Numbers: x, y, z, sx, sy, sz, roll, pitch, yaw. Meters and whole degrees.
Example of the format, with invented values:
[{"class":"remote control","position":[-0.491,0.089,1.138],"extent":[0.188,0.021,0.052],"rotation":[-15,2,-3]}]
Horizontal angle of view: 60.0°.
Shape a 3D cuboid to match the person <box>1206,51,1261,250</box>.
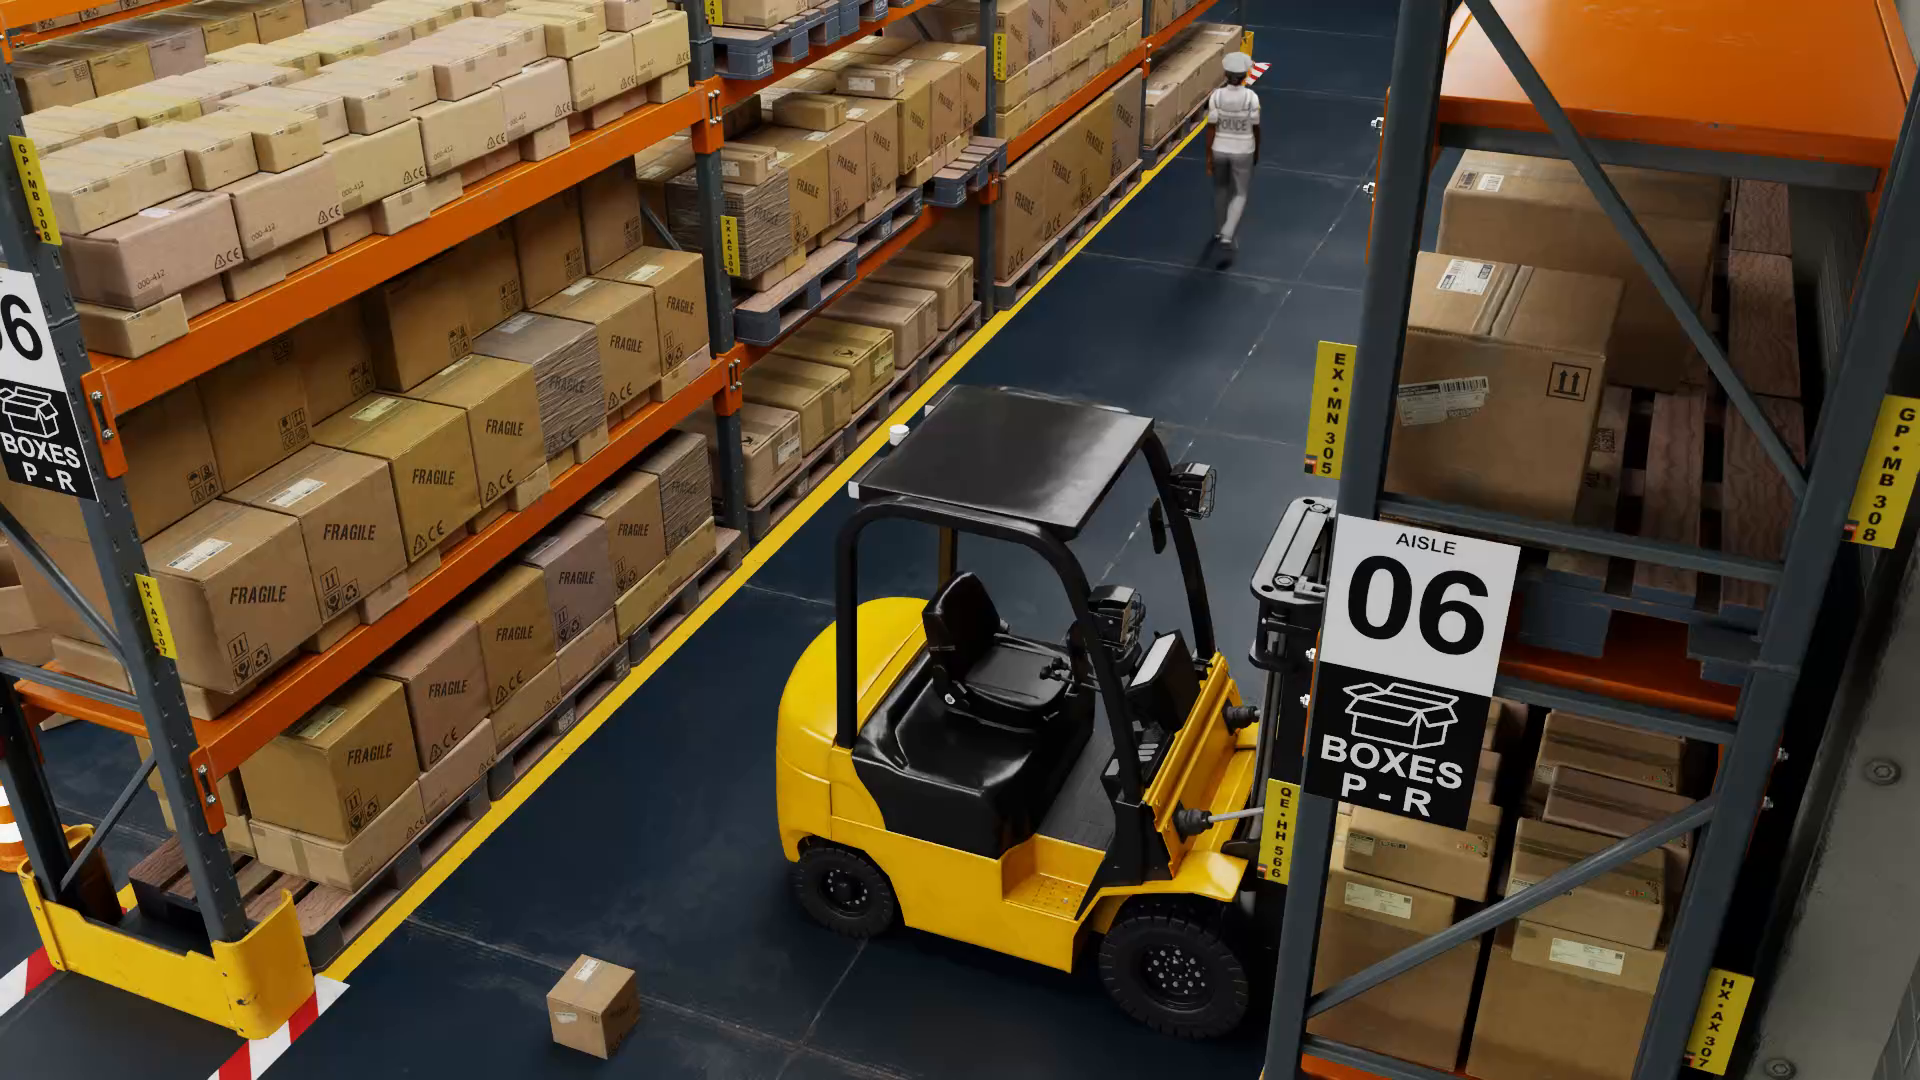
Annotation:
[{"class":"person","position":[2.301,-3.287,14.079],"extent":[0.441,1.653,0.891],"rotation":[10,31,17]}]
